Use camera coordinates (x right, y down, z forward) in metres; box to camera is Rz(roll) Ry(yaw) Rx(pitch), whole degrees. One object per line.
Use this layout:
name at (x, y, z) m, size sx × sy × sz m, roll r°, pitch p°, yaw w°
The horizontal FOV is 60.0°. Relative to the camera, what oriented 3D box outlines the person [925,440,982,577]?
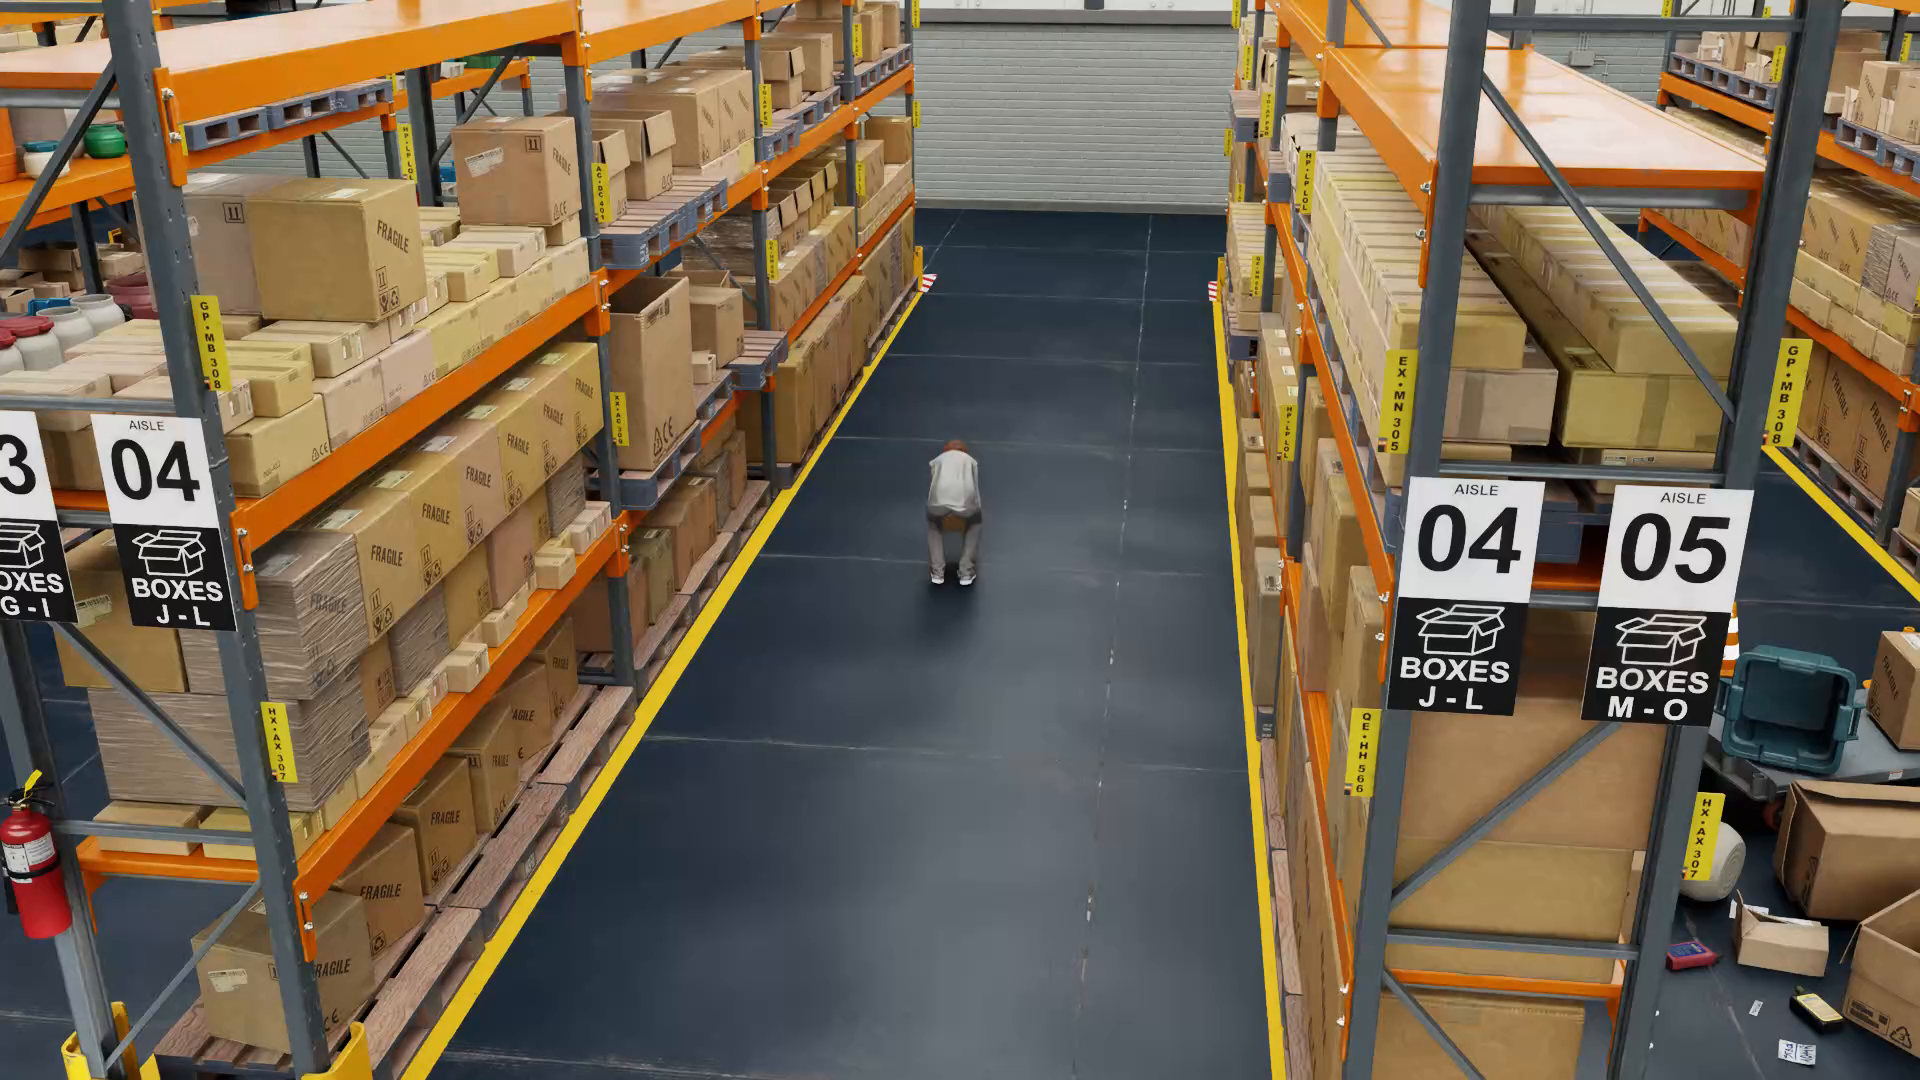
person at (-0.043, -0.222, 12.475) m, size 0.424 × 0.858 × 0.862 m, roll 1°, pitch 22°, yaw 4°
